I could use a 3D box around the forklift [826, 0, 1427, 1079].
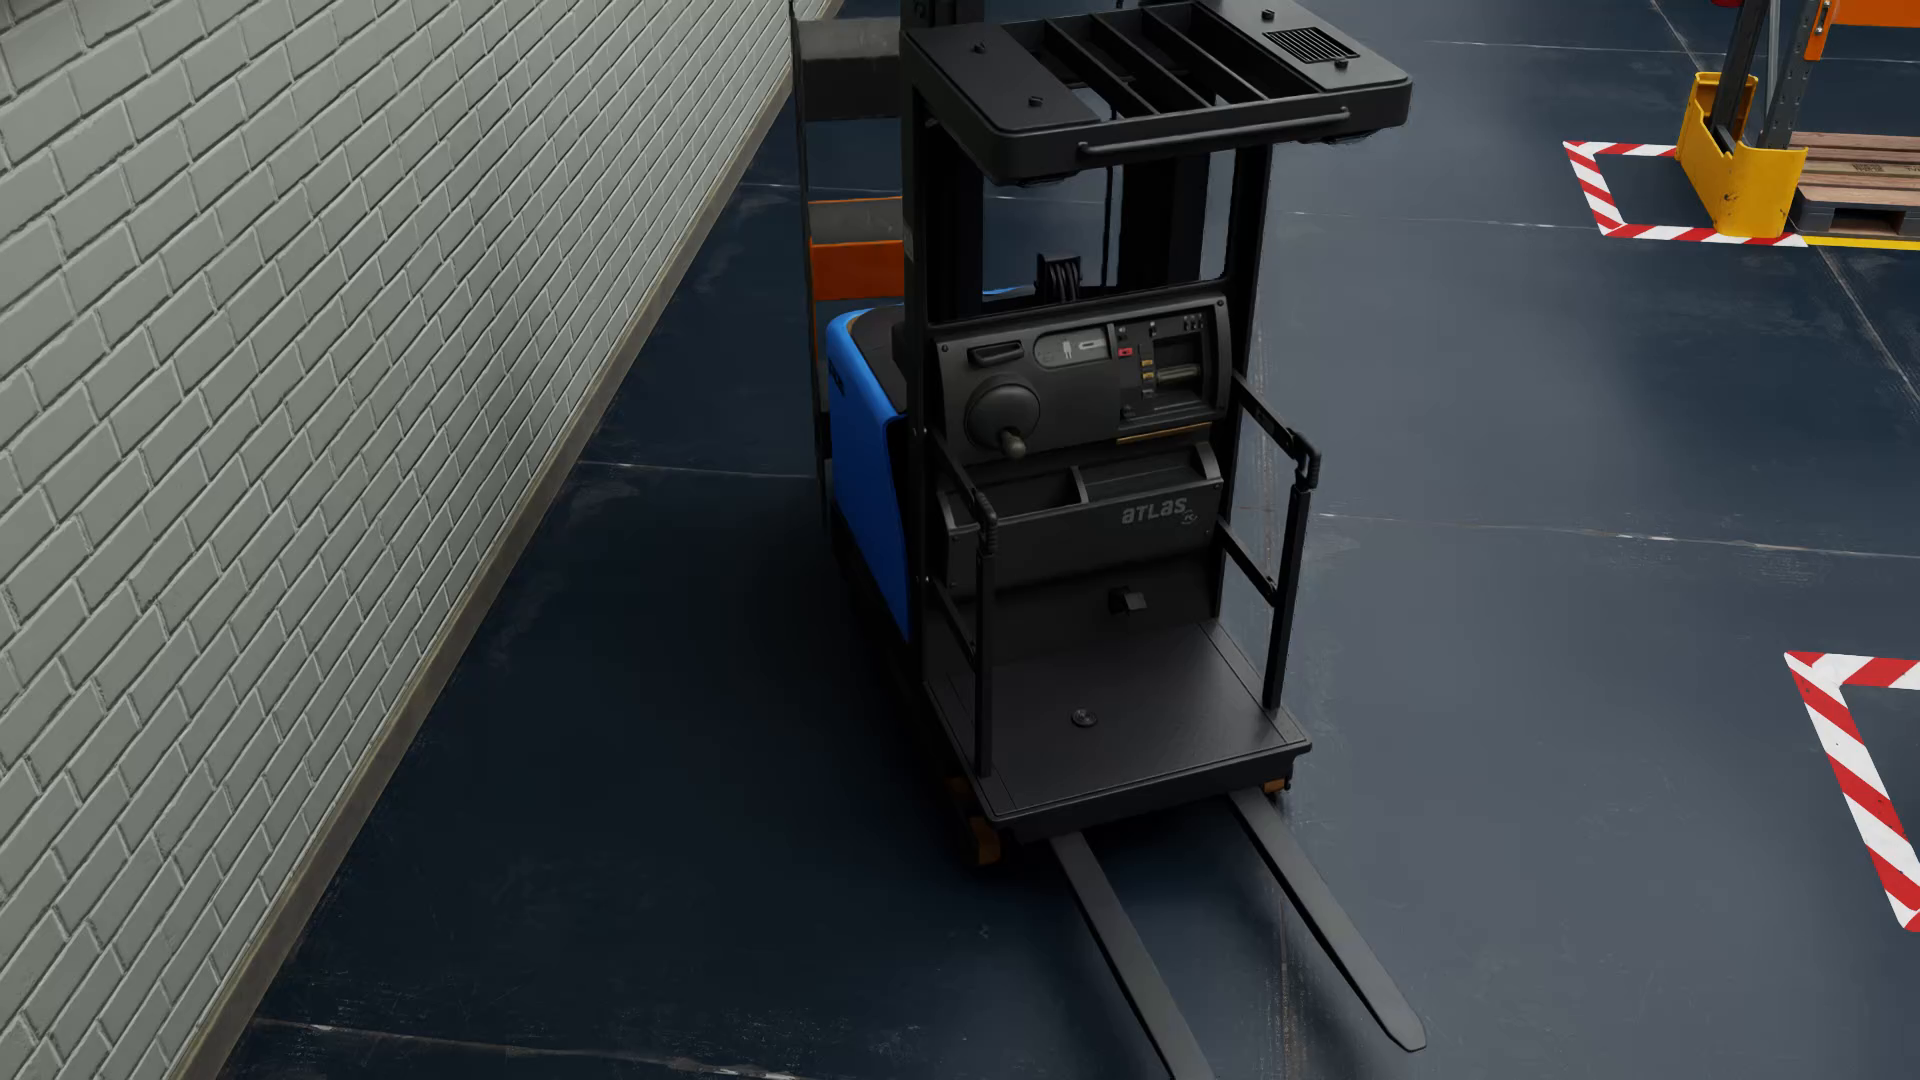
[{"bbox_3d":[0.452,-0.423,4.820,1.130,2.935,3.031,-11,37,-15],"label":"forklift"}]

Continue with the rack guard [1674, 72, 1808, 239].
[{"bbox_3d":[4.385,-2.187,9.384,0.348,0.500,1.175,4,36,6],"label":"rack guard"}]

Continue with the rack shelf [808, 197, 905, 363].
[{"bbox_3d":[-0.339,-1.023,6.399,0.480,0.518,0.431,-4,36,-6],"label":"rack shelf"}]

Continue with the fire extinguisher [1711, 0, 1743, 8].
[{"bbox_3d":[4.319,-3.300,9.179,0.183,0.674,0.296,4,36,6],"label":"fire extinguisher"}]

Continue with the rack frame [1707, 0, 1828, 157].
[{"bbox_3d":[4.411,-3.210,8.666,0.127,3.000,1.000,4,36,6],"label":"rack frame"}]

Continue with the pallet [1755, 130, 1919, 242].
[{"bbox_3d":[5.224,-1.992,9.359,1.213,0.211,1.003,4,36,6],"label":"pallet"}]

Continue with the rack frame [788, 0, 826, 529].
[{"bbox_3d":[-0.581,-1.015,6.365,0.015,2.100,0.400,-4,36,-6],"label":"rack frame"}]

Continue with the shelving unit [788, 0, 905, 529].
[{"bbox_3d":[-0.339,-1.034,6.391,0.503,2.100,0.431,-4,36,-6],"label":"shelving unit"}]

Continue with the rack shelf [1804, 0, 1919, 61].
[{"bbox_3d":[6.395,-2.770,8.668,4.000,0.370,1.077,4,36,6],"label":"rack shelf"}]

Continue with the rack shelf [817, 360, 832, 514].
[{"bbox_3d":[-0.339,-0.453,6.806,0.480,0.518,0.431,-4,36,-6],"label":"rack shelf"}]

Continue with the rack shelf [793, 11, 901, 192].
[{"bbox_3d":[-0.339,-1.593,5.993,0.480,0.518,0.431,-4,36,-6],"label":"rack shelf"}]
